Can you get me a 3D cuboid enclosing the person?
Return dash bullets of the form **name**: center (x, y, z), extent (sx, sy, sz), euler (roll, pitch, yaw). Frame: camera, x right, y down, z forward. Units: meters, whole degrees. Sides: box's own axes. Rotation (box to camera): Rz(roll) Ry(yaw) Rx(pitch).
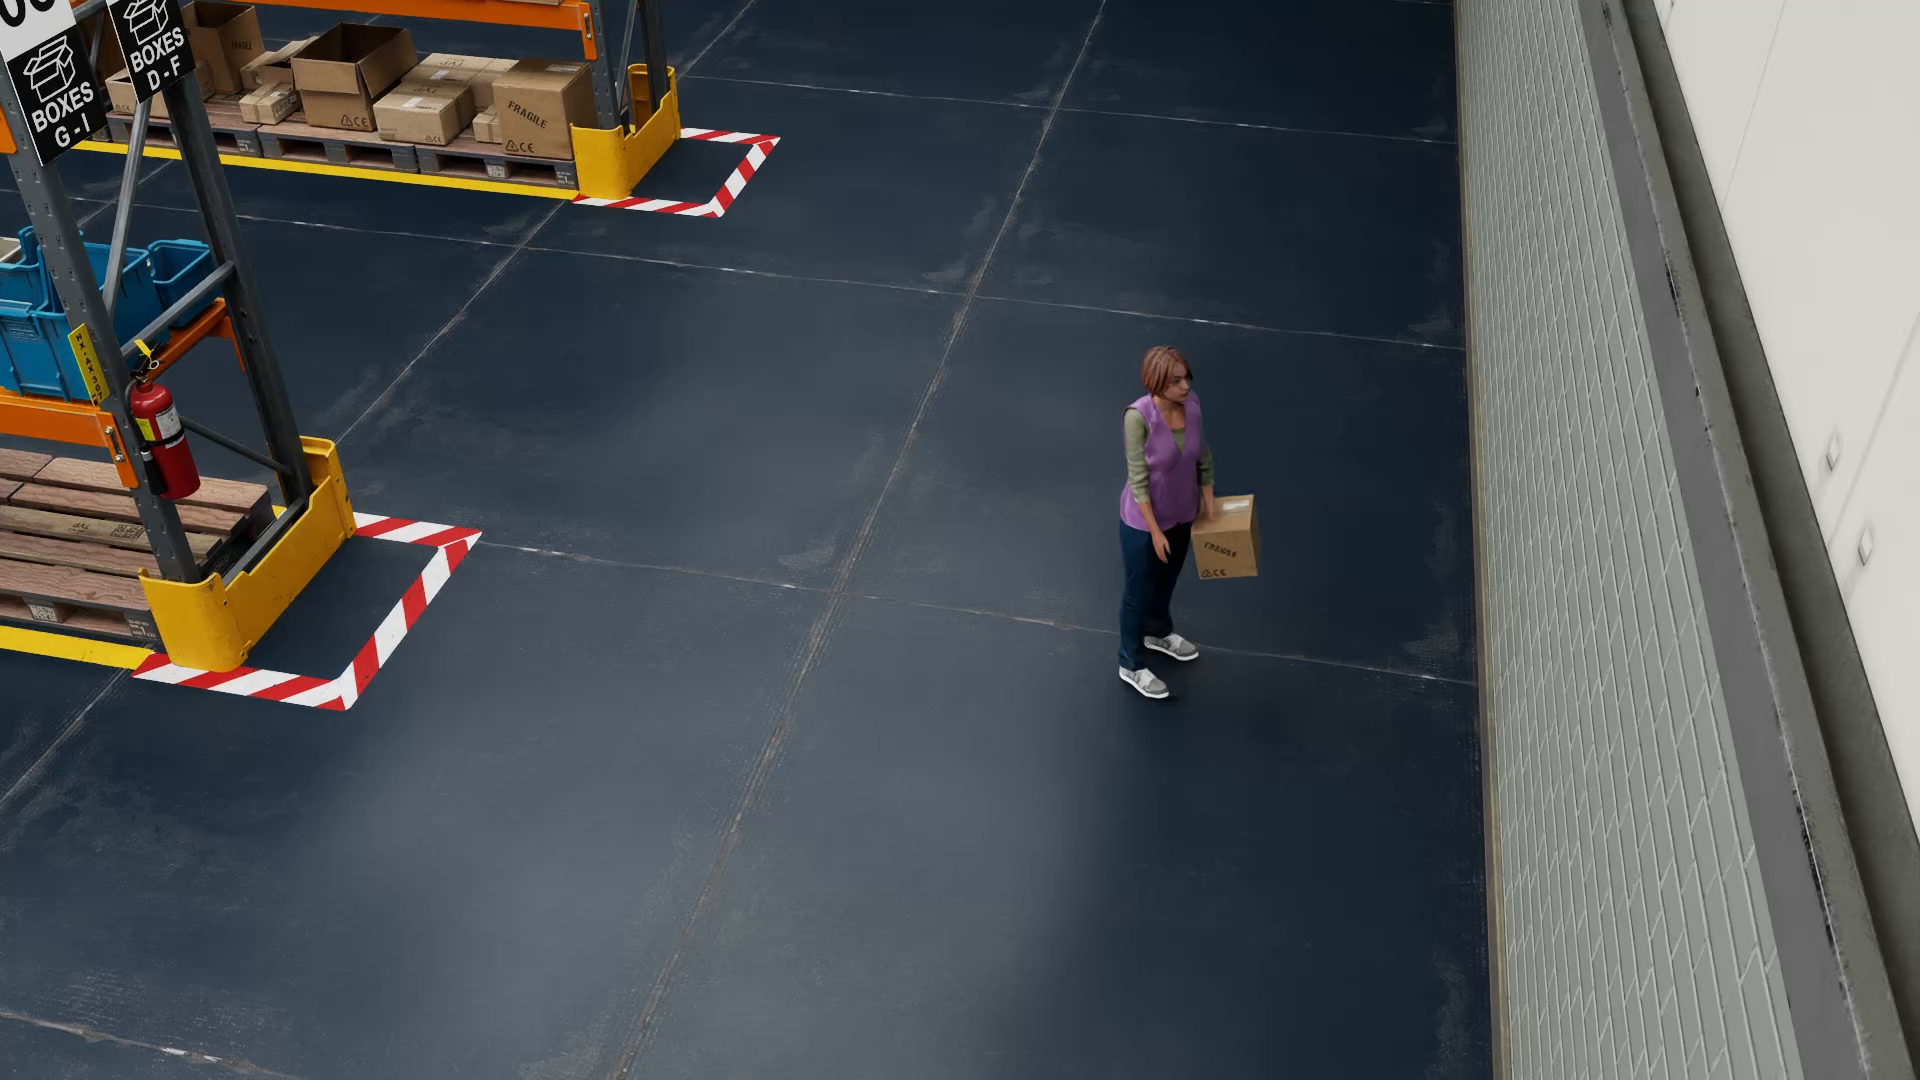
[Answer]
- **person**: center (0.896, -0.075, 7.047), extent (0.433, 1.604, 0.437), euler (-22, 42, -26)
